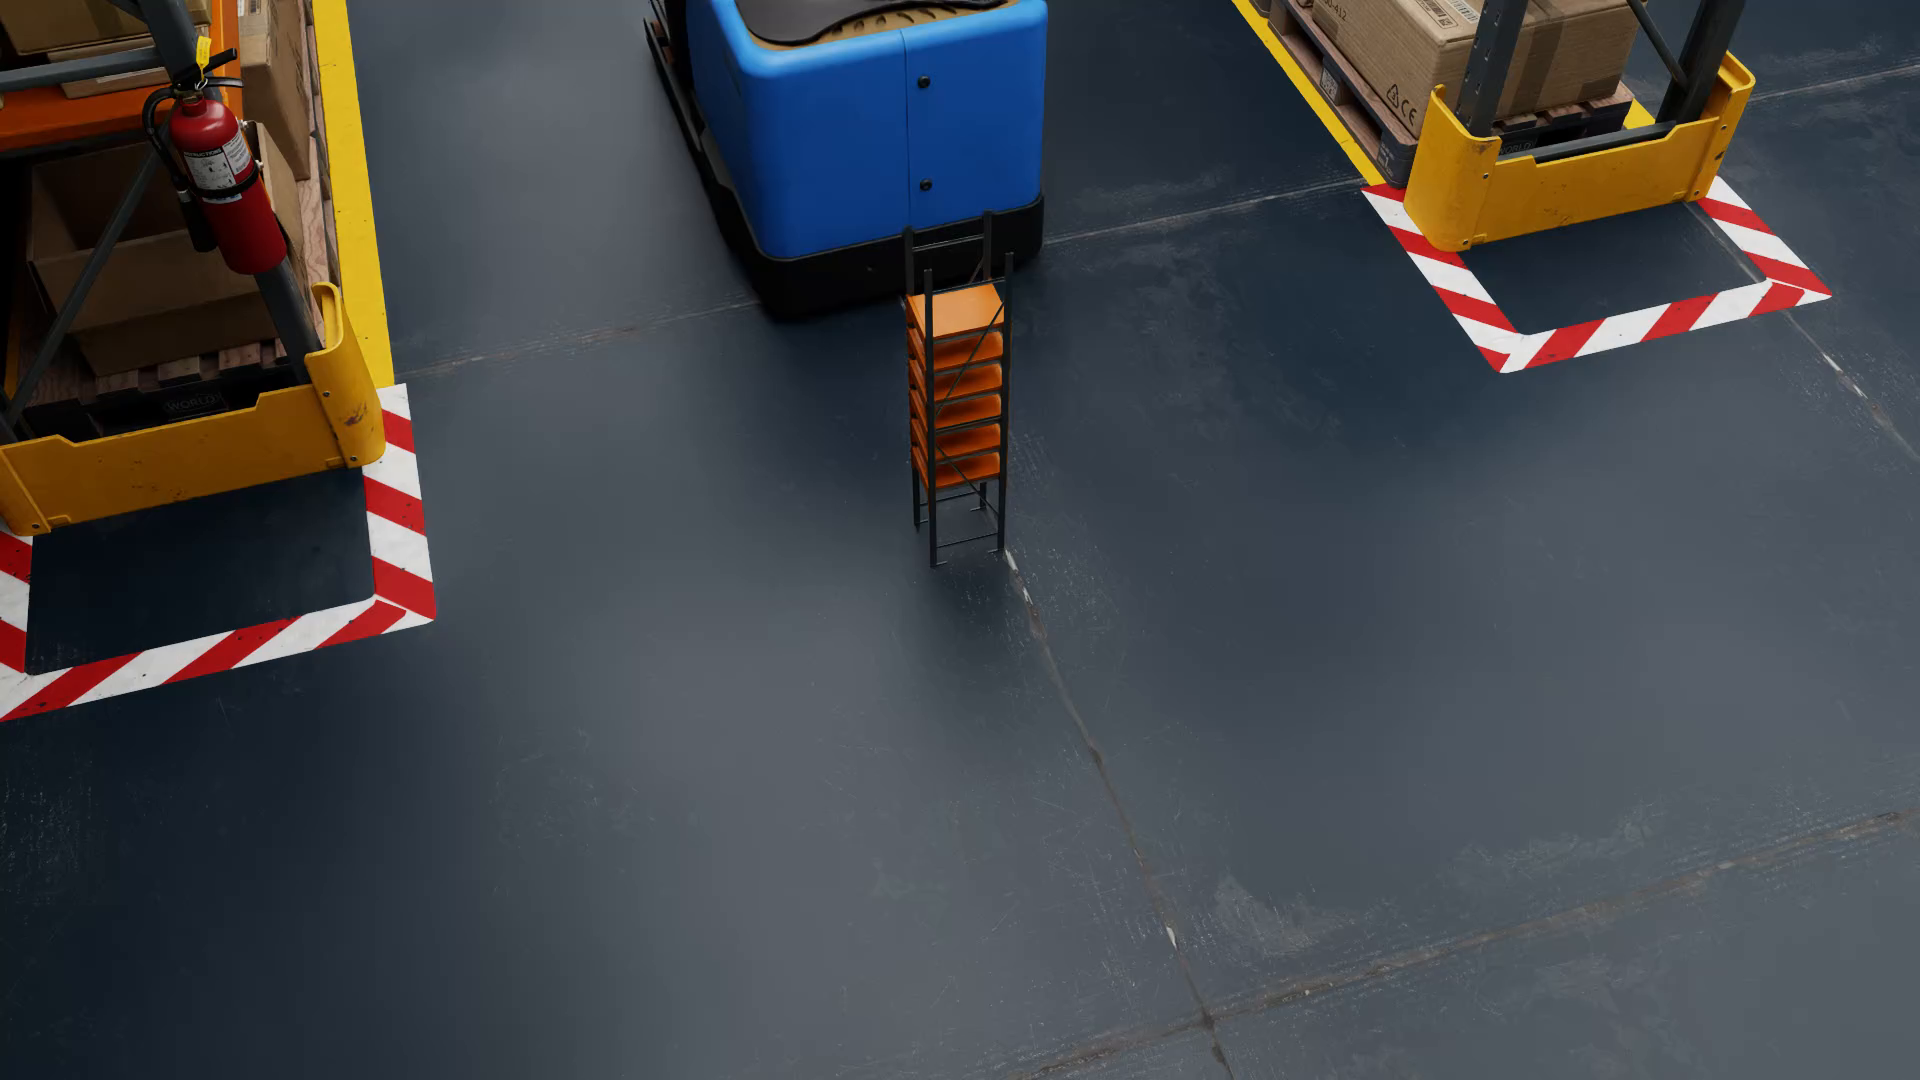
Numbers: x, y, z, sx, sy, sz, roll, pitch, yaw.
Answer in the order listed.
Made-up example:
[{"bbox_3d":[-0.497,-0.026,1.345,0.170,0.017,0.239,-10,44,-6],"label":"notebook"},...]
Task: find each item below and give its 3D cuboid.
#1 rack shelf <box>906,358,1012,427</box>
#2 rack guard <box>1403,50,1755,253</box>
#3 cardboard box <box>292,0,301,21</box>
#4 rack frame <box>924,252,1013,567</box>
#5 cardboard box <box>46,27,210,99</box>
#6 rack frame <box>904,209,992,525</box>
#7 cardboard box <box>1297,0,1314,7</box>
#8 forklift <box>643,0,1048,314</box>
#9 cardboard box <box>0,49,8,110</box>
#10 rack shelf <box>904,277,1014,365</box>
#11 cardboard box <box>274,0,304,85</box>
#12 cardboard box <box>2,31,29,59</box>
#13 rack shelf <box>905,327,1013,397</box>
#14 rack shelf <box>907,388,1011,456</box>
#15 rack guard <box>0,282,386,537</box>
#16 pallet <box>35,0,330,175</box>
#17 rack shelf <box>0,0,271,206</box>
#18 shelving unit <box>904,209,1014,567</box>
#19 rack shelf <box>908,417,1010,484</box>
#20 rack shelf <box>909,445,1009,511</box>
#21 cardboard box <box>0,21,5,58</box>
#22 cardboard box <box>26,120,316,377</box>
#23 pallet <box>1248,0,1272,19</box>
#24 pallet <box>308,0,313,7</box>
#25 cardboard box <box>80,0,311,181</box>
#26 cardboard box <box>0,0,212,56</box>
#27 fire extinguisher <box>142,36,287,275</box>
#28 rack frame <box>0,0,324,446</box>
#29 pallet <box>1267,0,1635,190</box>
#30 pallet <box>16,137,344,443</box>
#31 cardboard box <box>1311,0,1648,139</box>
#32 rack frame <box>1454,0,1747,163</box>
[{"bbox_3d":[-0.004,-0.446,4.742,0.258,0.103,0.180,-13,51,-11],"label":"rack shelf"},{"bbox_3d":[2.276,-1.468,6.161,1.175,0.500,0.348,-13,51,-11],"label":"rack guard"},{"bbox_3d":[-3.085,-2.355,6.634,0.700,0.500,0.500,-15,52,-12],"label":"cardboard box"},{"bbox_3d":[0.023,-0.330,4.744,0.240,1.200,0.006,-13,51,-11],"label":"rack frame"},{"bbox_3d":[-2.307,-1.388,4.622,0.380,0.149,0.250,-14,51,-11],"label":"cardboard box"},{"bbox_3d":[-0.031,-0.464,4.857,0.240,1.200,0.006,-13,51,-11],"label":"rack frame"},{"bbox_3d":[1.700,-2.727,6.988,0.875,0.438,0.875,-12,51,-10],"label":"cardboard box"},{"bbox_3d":[-0.666,-2.893,5.772,1.130,2.935,3.031,-15,51,-12],"label":"forklift"},{"bbox_3d":[-2.826,-1.267,4.520,0.380,0.149,0.250,-14,51,-11],"label":"cardboard box"},{"bbox_3d":[-0.004,-0.601,4.559,0.258,0.103,0.180,-13,51,-11],"label":"rack shelf"},{"bbox_3d":[-2.838,-2.006,6.339,0.500,0.500,0.500,-12,51,-10],"label":"cardboard box"},{"bbox_3d":[-2.842,-1.466,4.688,0.380,0.149,0.250,-12,51,-10],"label":"cardboard box"},{"bbox_3d":[-0.004,-0.523,4.651,0.258,0.103,0.180,-13,51,-11],"label":"rack shelf"},{"bbox_3d":[-0.004,-0.369,4.834,0.258,0.103,0.180,-13,51,-11],"label":"rack shelf"},{"bbox_3d":[-2.494,-0.416,5.274,1.175,0.500,0.348,-13,51,-11],"label":"rack guard"},{"bbox_3d":[-3.088,-1.794,6.625,1.003,0.211,1.213,-13,51,-11],"label":"pallet"},{"bbox_3d":[-3.063,-2.395,5.778,1.077,0.370,4.000,-13,51,-11],"label":"rack shelf"},{"bbox_3d":[-0.004,-0.397,4.800,0.258,1.200,0.189,-13,51,-11],"label":"shelving unit"},{"bbox_3d":[-0.004,-0.291,4.926,0.258,0.103,0.180,-13,51,-11],"label":"rack shelf"},{"bbox_3d":[-0.004,-0.214,5.018,0.258,0.103,0.180,-13,51,-11],"label":"rack shelf"},{"bbox_3d":[-2.861,-1.490,4.448,0.500,0.250,0.500,-12,51,-10],"label":"cardboard box"},{"bbox_3d":[-2.562,-0.965,5.460,0.797,0.503,0.637,-15,52,-12],"label":"cardboard box"},{"bbox_3d":[1.601,-2.848,7.513,1.003,0.211,1.213,-13,51,-11],"label":"pallet"},{"bbox_3d":[-3.452,-2.687,7.377,1.003,0.211,1.213,-13,51,-11],"label":"pallet"},{"bbox_3d":[-2.778,-1.597,5.995,0.700,0.500,0.500,-11,51,-9],"label":"cardboard box"},{"bbox_3d":[-2.348,-1.606,4.546,0.500,0.250,0.500,-13,51,-11],"label":"cardboard box"},{"bbox_3d":[-1.987,-1.018,4.441,0.296,0.674,0.183,-13,51,-11],"label":"fire extinguisher"},{"bbox_3d":[-2.472,-1.166,4.271,1.000,3.000,0.127,-13,51,-11],"label":"rack frame"},{"bbox_3d":[1.958,-1.959,6.763,1.003,0.211,1.213,-13,51,-11],"label":"pallet"},{"bbox_3d":[-2.731,-0.905,5.875,1.003,0.211,1.213,-13,51,-11],"label":"pallet"},{"bbox_3d":[1.978,-2.060,6.426,0.875,0.438,0.875,-15,51,-12],"label":"cardboard box"},{"bbox_3d":[2.269,-2.291,5.220,1.000,3.000,0.127,-13,51,-11],"label":"rack frame"}]
